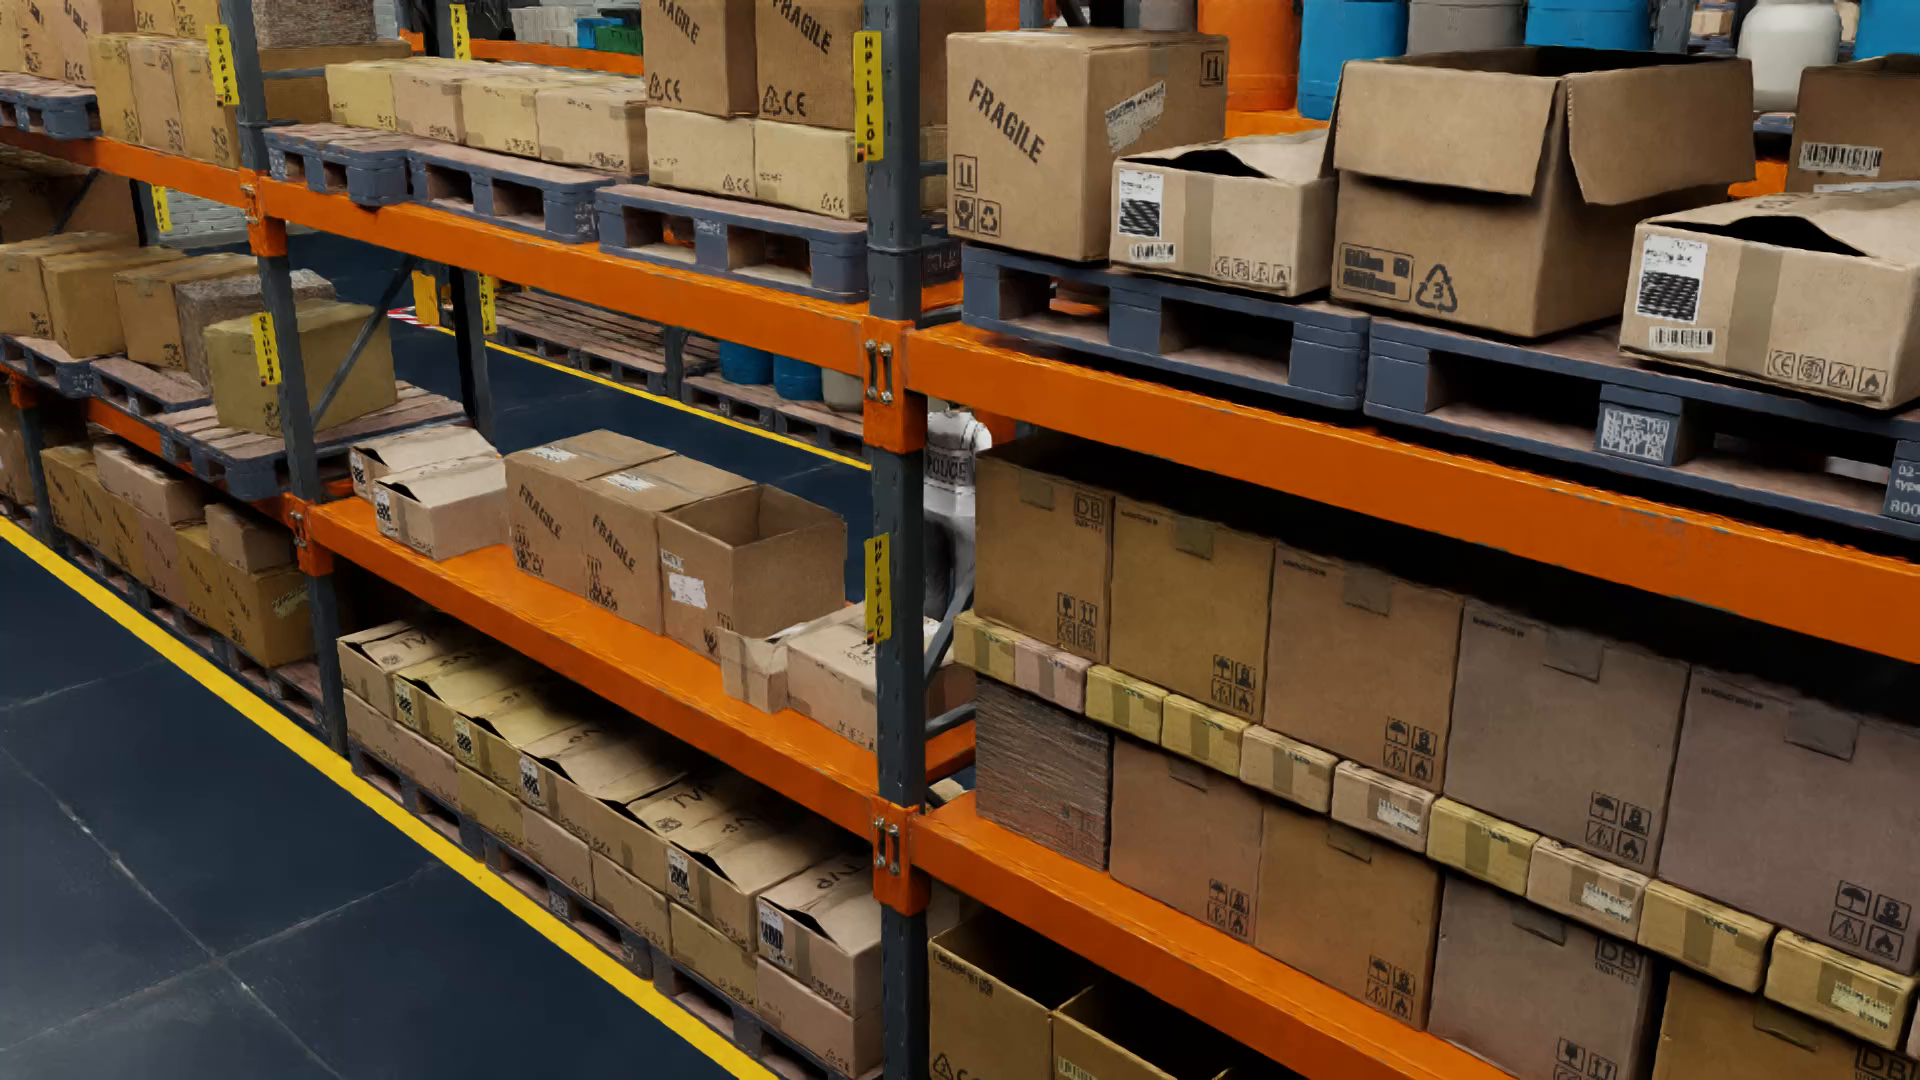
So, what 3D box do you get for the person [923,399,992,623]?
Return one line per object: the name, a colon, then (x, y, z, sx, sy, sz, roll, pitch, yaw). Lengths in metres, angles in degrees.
person: (-0.017, -0.116, 8.797, 0.545, 1.686, 0.344, 14, 25, 32)
